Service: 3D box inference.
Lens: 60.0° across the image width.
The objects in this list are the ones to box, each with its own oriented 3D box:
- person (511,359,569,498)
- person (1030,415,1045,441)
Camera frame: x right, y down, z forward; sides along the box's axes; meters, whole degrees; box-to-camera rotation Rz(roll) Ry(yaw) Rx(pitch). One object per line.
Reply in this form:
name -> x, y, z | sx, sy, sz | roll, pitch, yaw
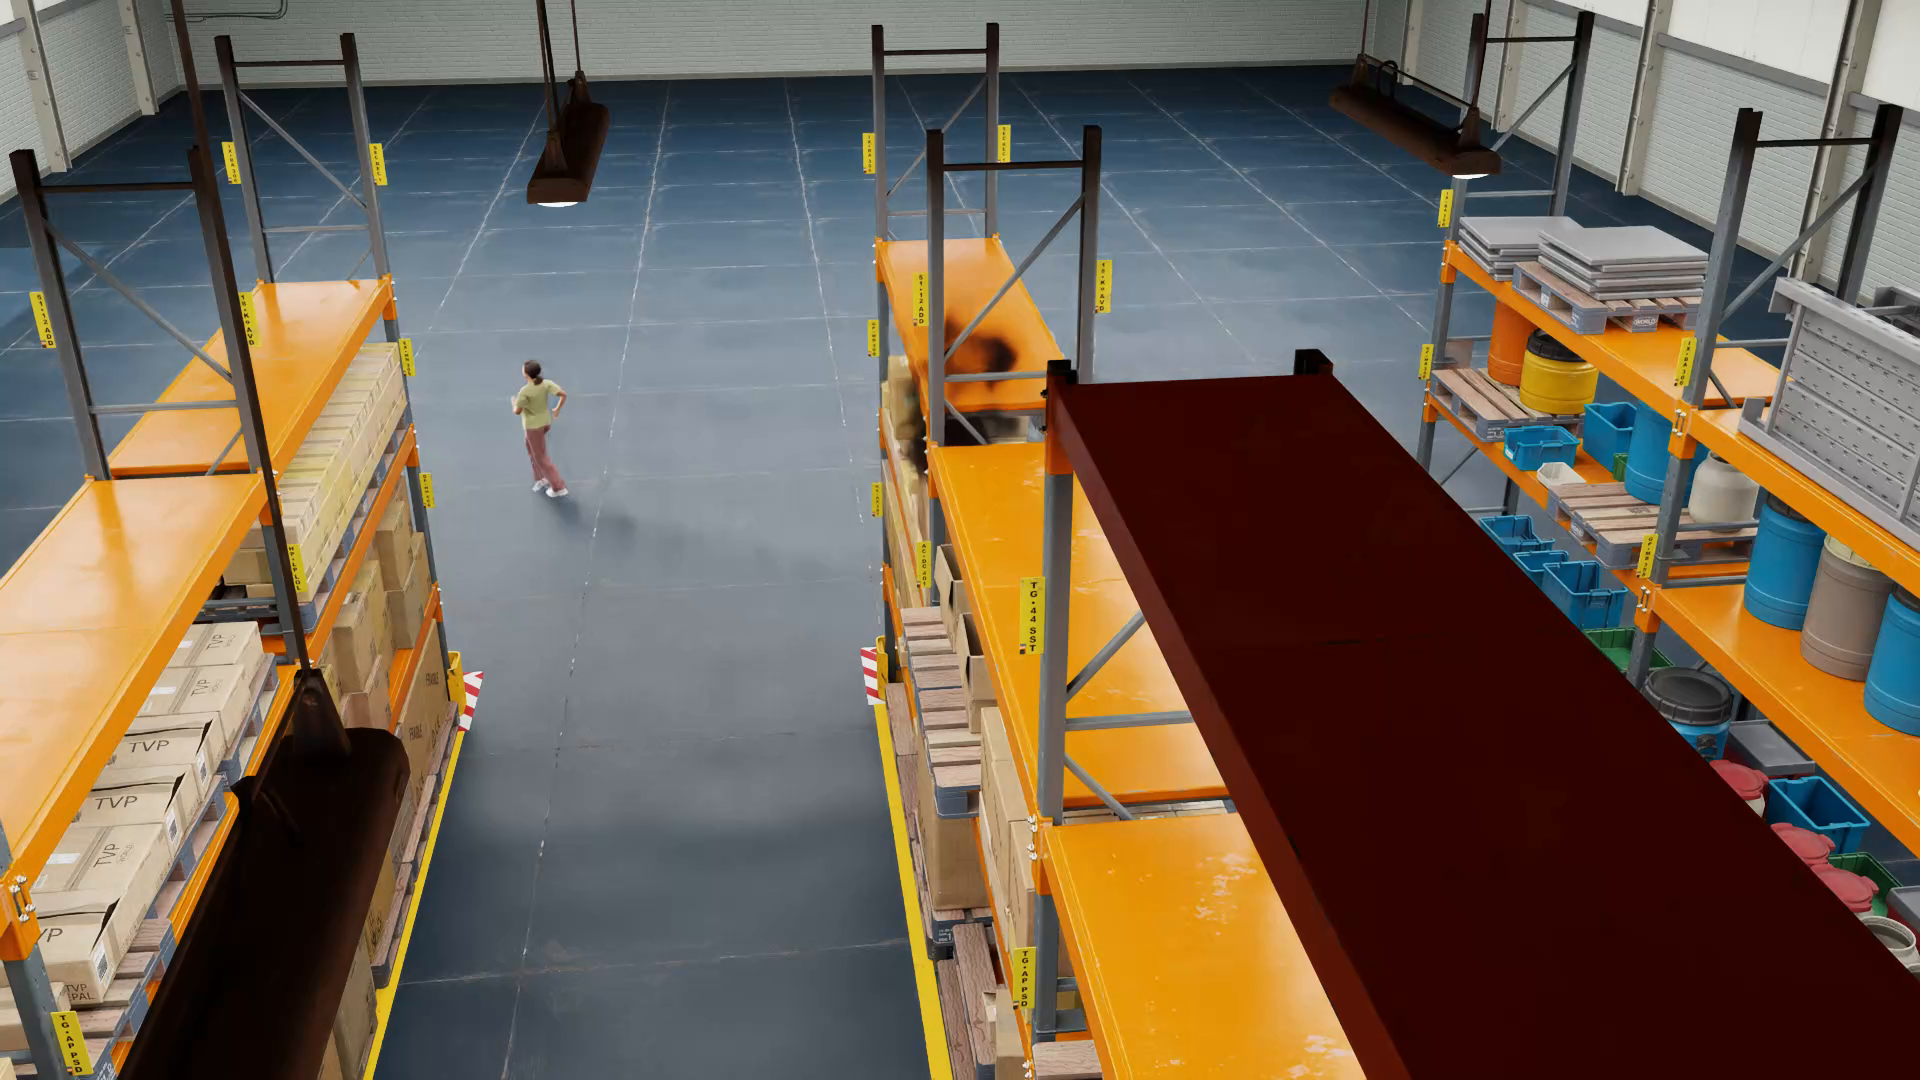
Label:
person -> -4.865, -1.269, 19.229 | 0.730, 1.721, 0.545 | 13, 28, 25
person -> 0.866, -1.714, 20.017 | 0.785, 1.805, 0.691 | 7, 26, 14
